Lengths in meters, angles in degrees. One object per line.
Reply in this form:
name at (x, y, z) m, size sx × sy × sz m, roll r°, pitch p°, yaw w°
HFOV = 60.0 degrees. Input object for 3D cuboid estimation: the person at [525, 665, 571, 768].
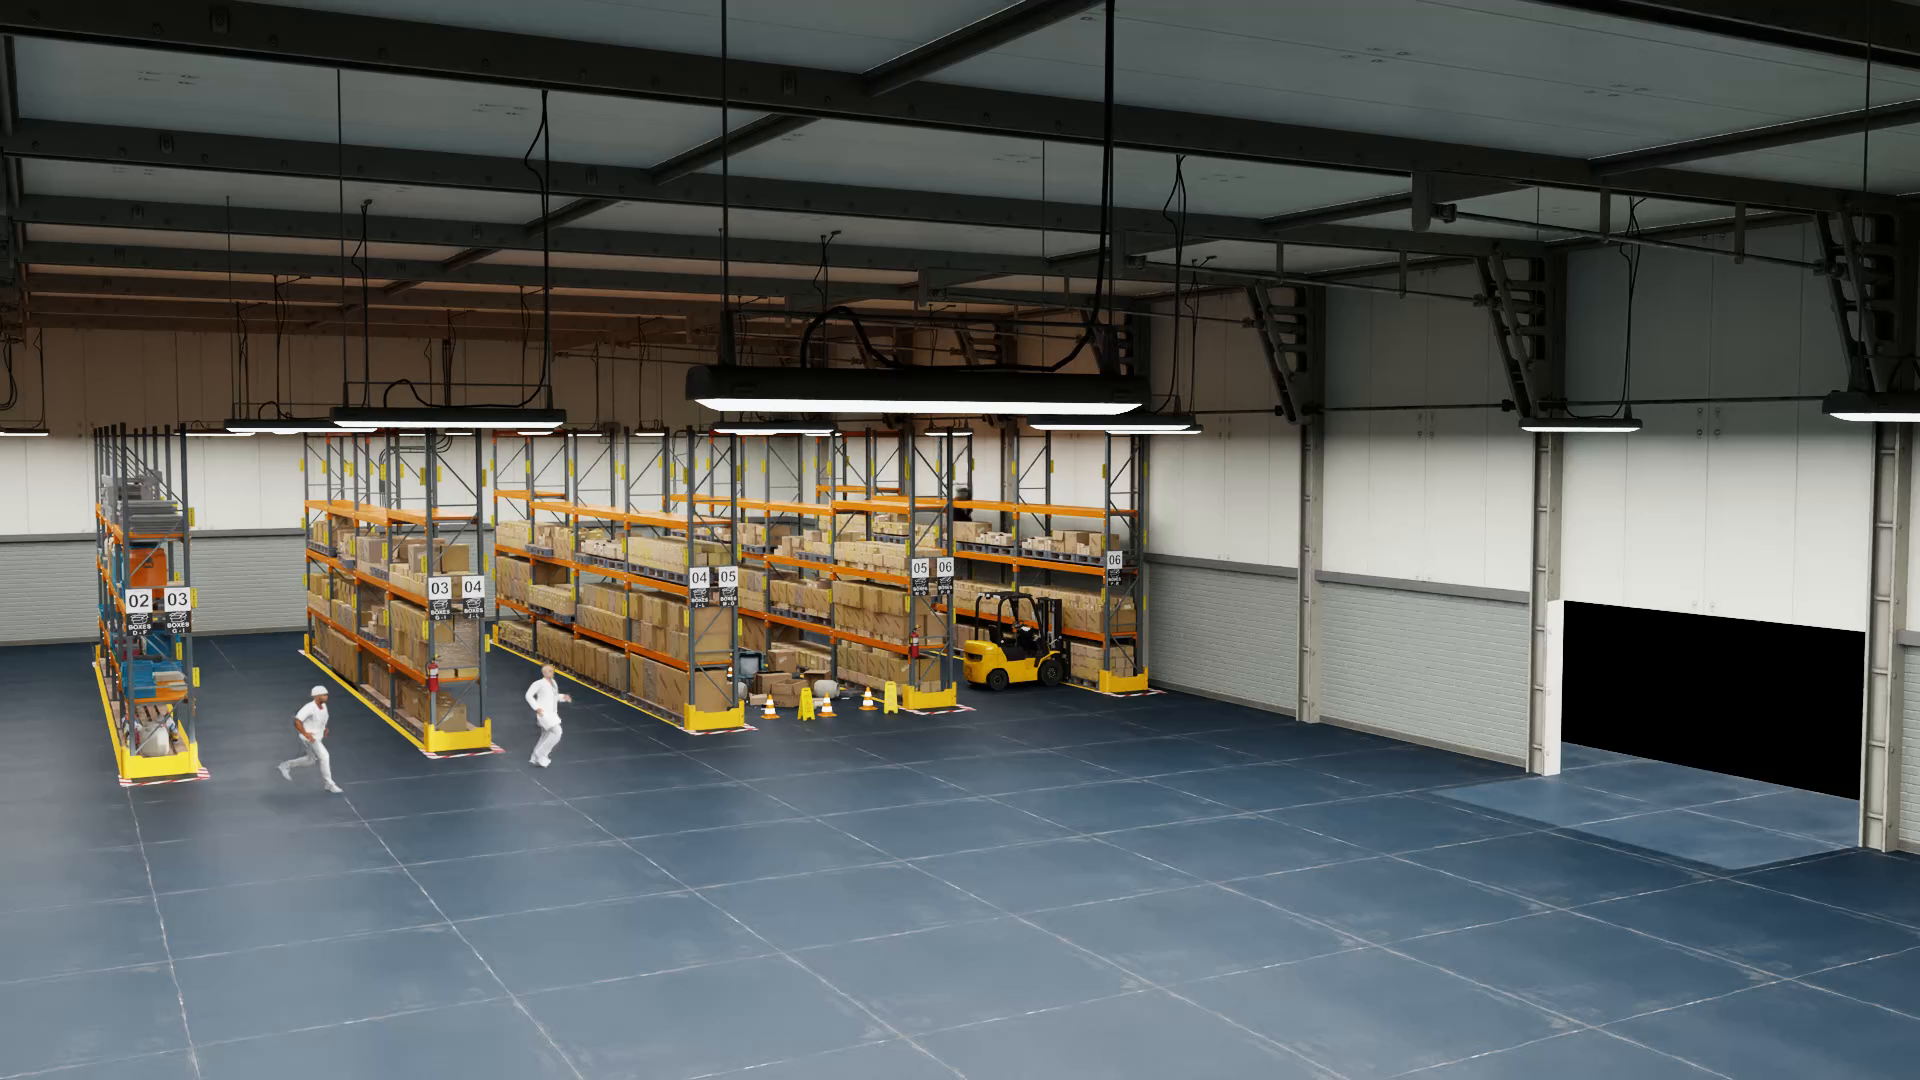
person at (-7.195, 3.177, 29.166) m, size 0.735 × 1.589 × 0.677 m, roll 1°, pitch 4°, yaw 10°

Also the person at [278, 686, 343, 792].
person at (-10.561, 3.238, 26.978) m, size 1.046 × 1.754 × 0.700 m, roll 0°, pitch 3°, yaw -1°
